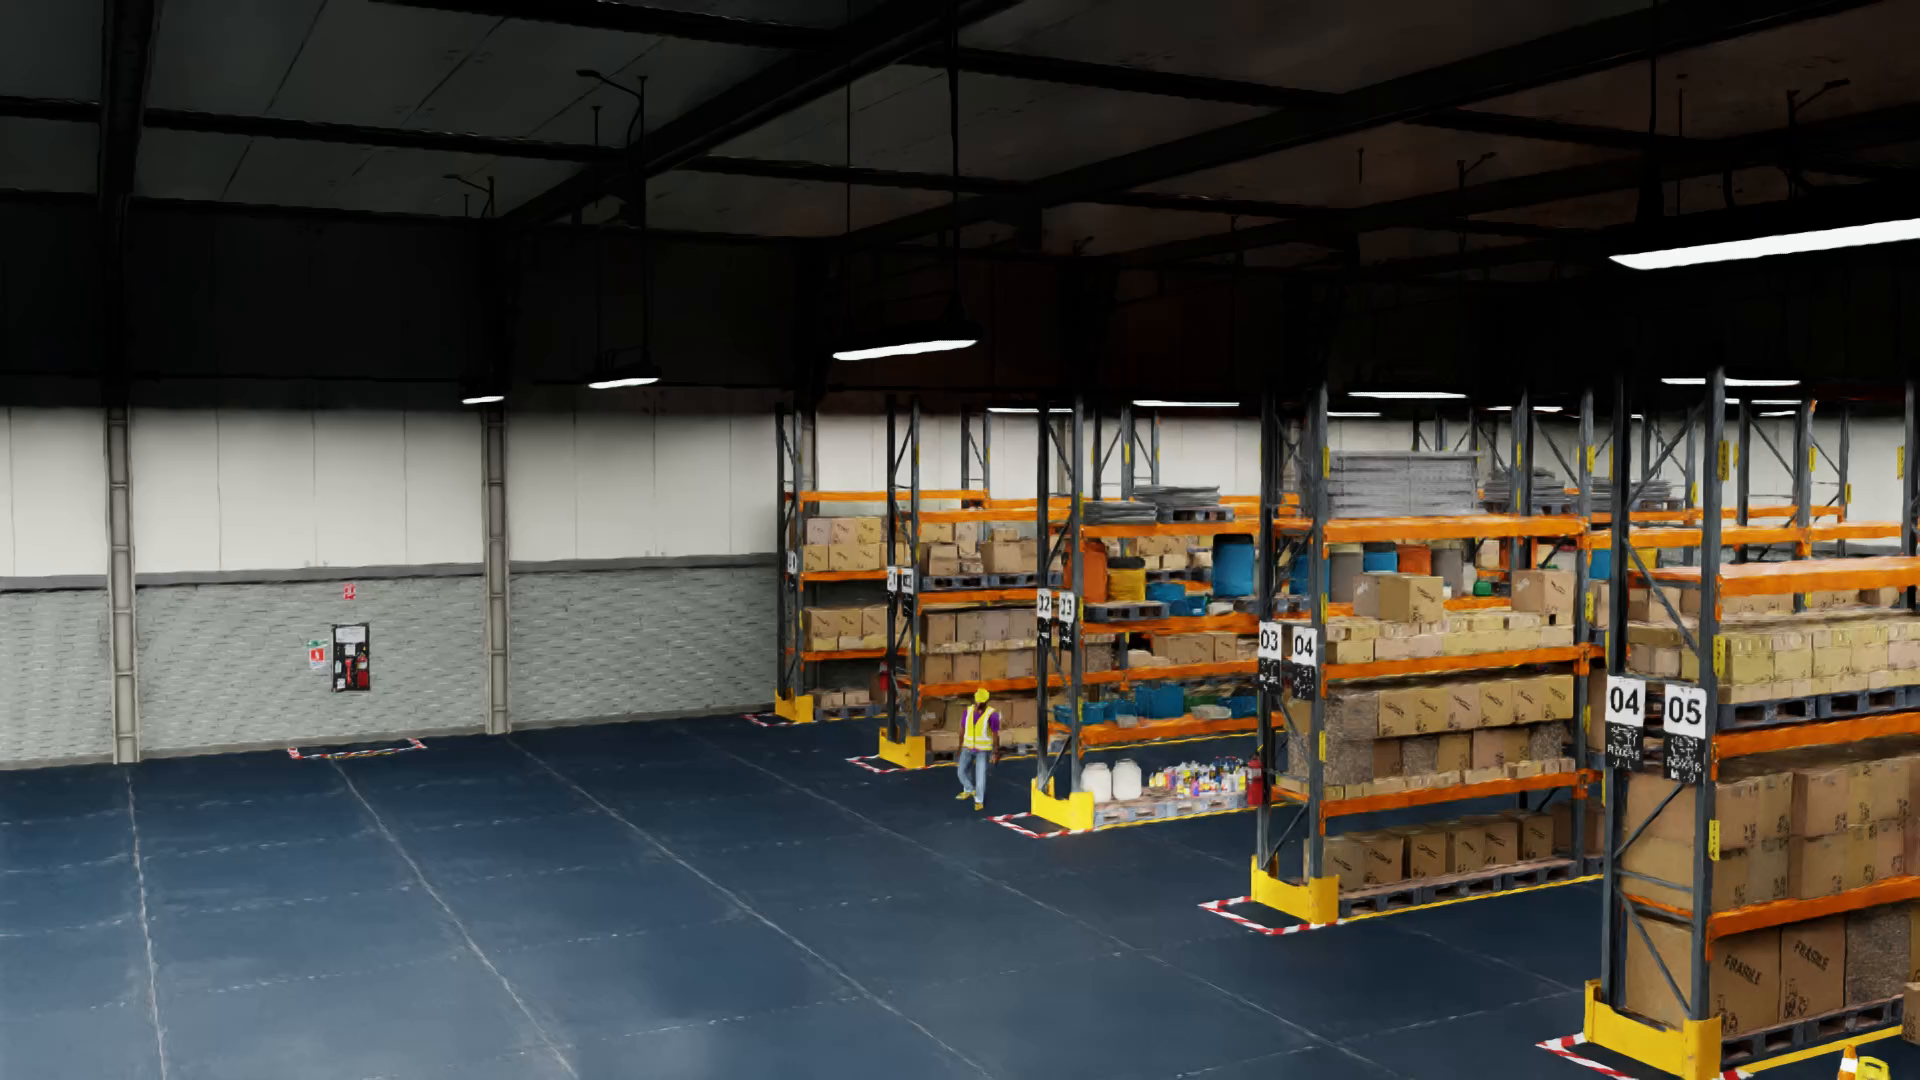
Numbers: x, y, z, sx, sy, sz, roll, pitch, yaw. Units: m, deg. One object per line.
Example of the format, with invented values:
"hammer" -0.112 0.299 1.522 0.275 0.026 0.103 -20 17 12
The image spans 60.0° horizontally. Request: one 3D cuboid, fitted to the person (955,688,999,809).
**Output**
"person" 0.234 2.951 23.676 0.737 1.750 0.534 1 4 24
